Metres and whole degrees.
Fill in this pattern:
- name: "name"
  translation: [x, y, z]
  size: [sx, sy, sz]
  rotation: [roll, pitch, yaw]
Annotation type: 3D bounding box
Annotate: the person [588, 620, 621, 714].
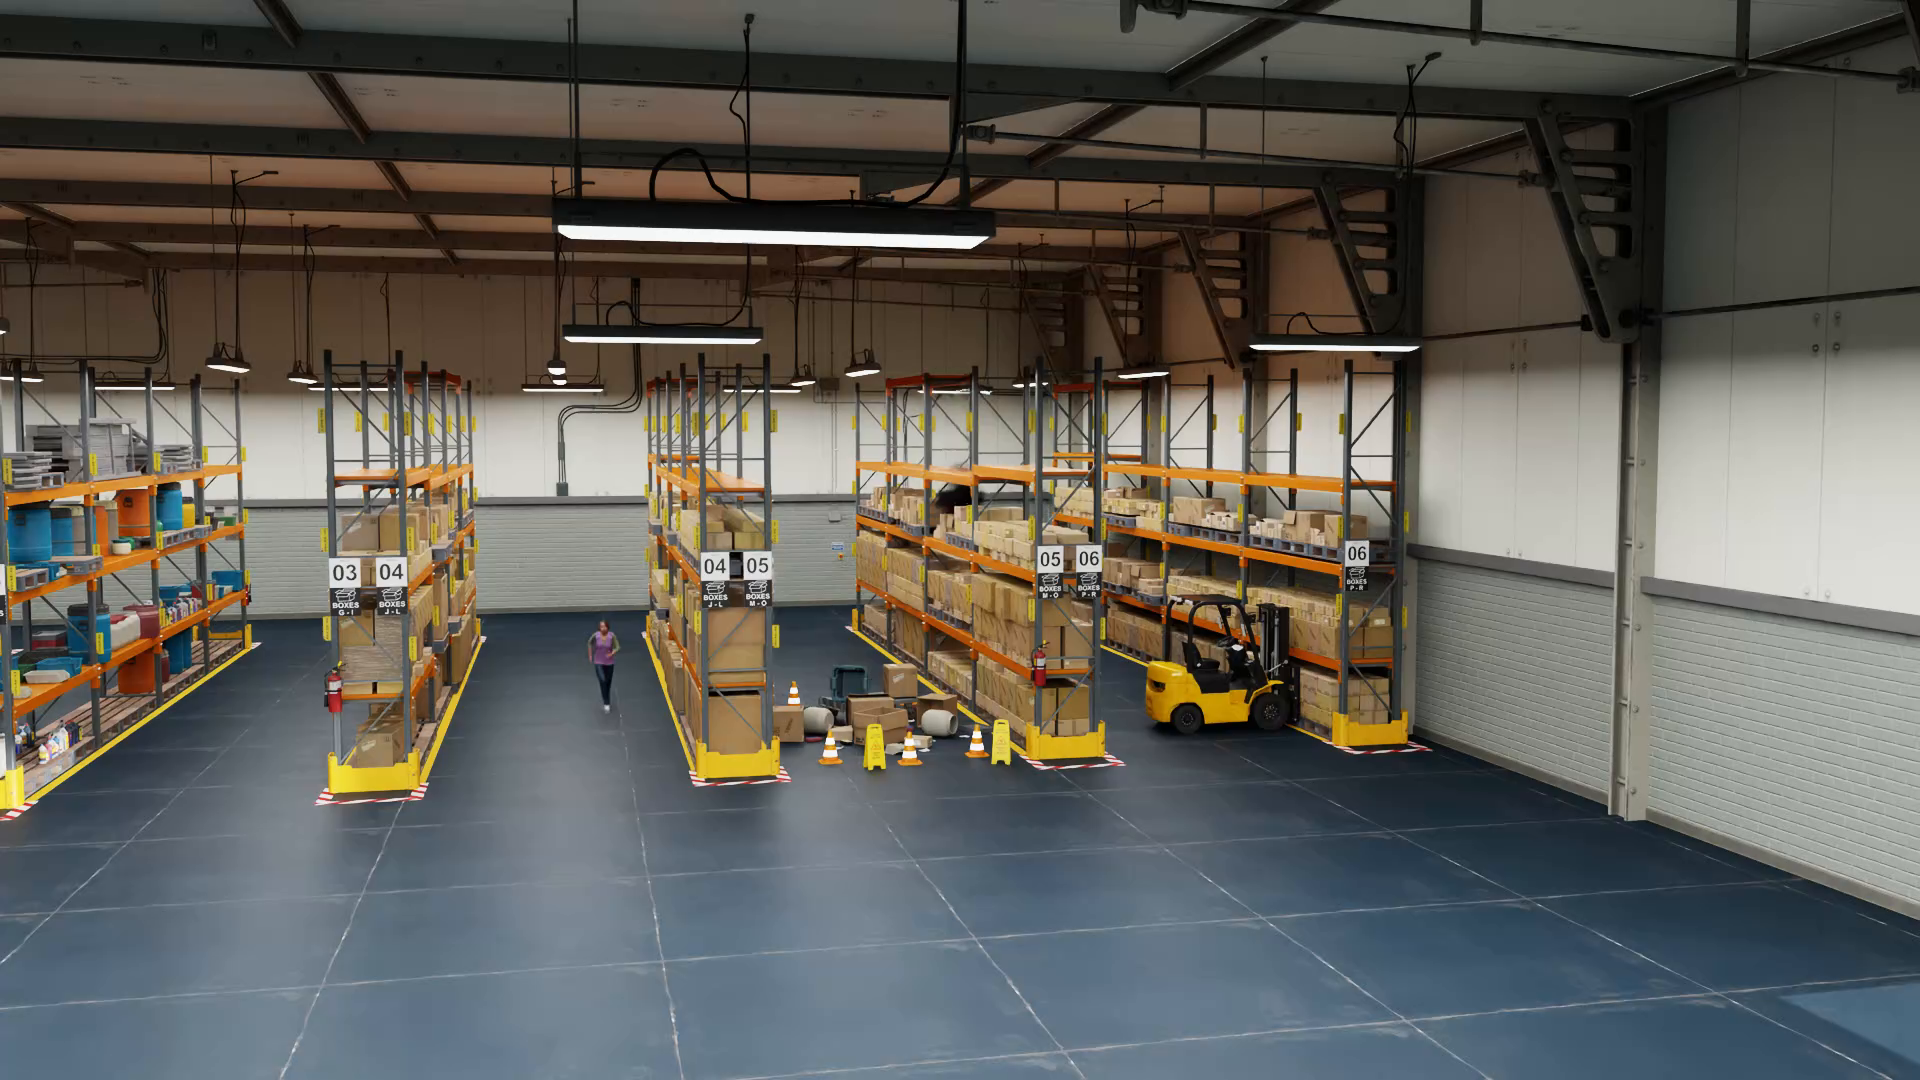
- name: "person"
  translation: [-6.224, 2.181, 29.114]
  size: [0.557, 1.597, 0.929]
  rotation: [-1, 4, -13]
